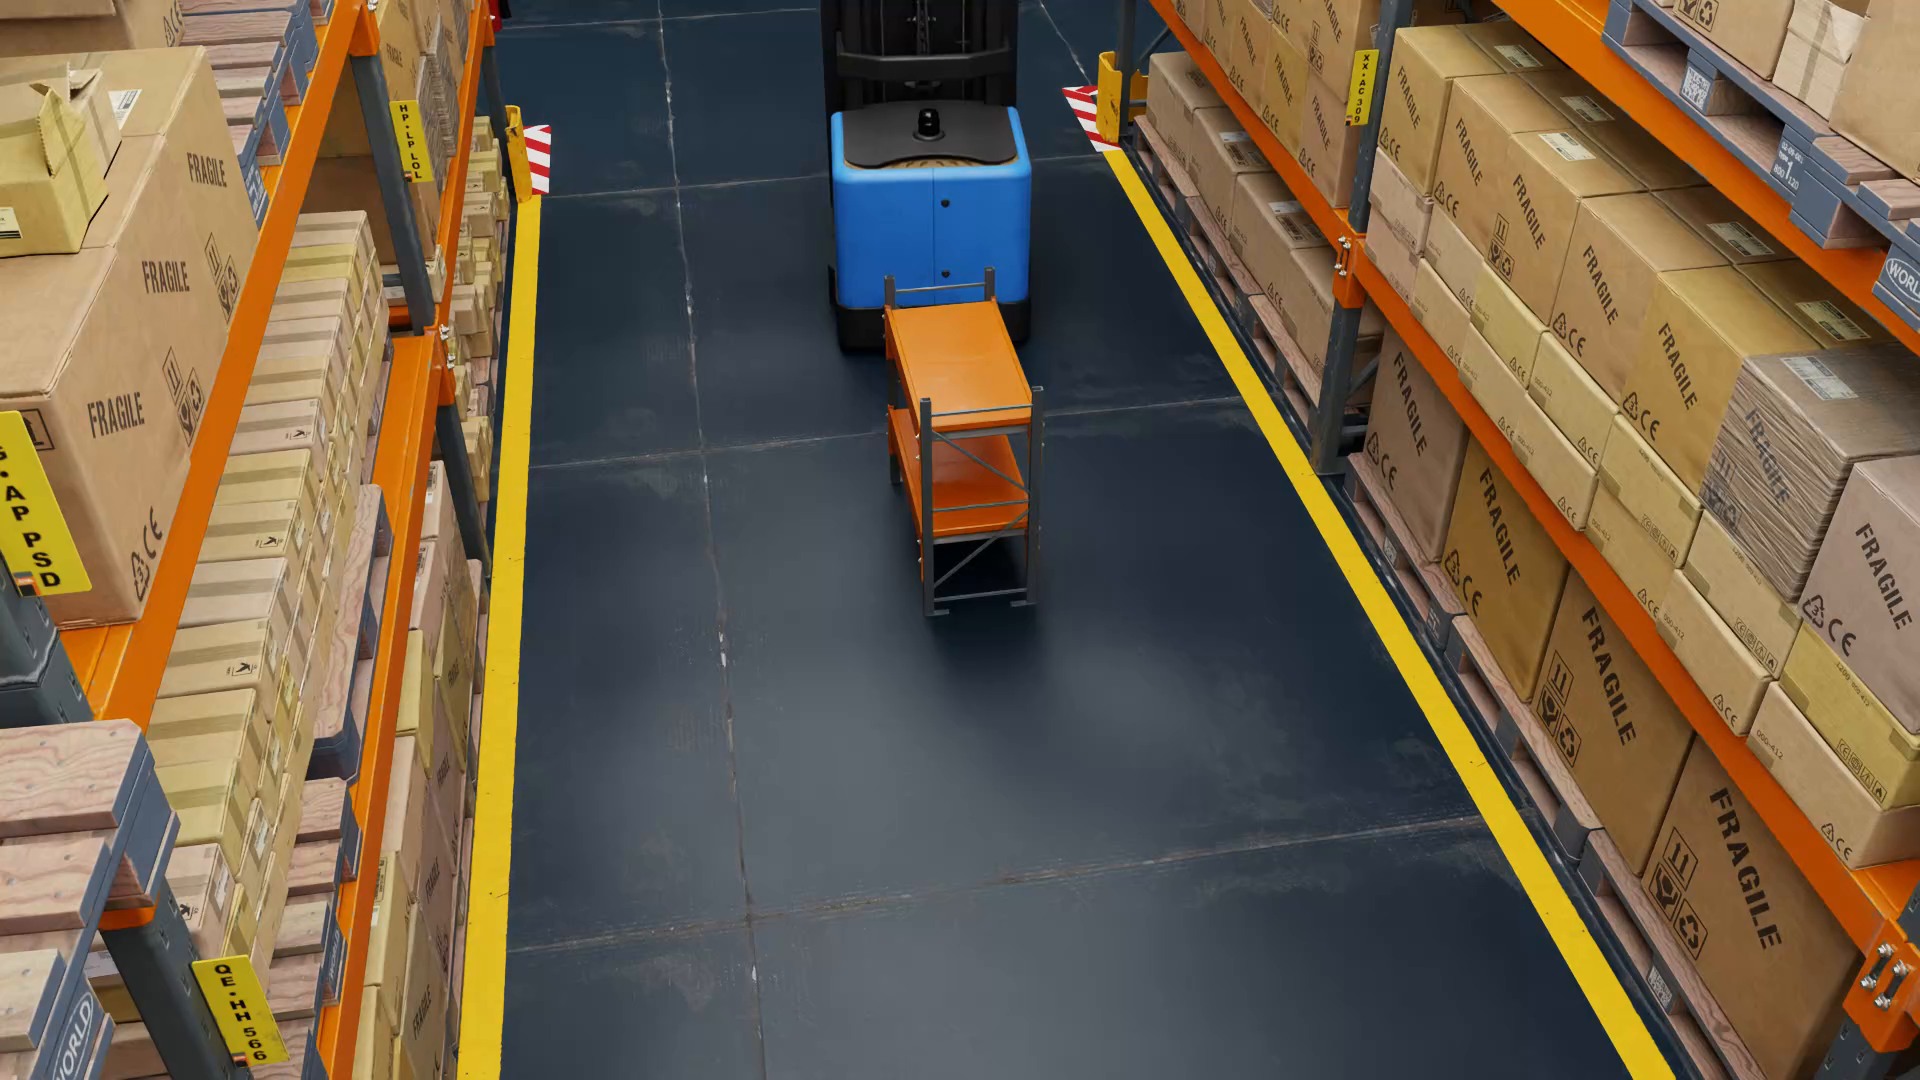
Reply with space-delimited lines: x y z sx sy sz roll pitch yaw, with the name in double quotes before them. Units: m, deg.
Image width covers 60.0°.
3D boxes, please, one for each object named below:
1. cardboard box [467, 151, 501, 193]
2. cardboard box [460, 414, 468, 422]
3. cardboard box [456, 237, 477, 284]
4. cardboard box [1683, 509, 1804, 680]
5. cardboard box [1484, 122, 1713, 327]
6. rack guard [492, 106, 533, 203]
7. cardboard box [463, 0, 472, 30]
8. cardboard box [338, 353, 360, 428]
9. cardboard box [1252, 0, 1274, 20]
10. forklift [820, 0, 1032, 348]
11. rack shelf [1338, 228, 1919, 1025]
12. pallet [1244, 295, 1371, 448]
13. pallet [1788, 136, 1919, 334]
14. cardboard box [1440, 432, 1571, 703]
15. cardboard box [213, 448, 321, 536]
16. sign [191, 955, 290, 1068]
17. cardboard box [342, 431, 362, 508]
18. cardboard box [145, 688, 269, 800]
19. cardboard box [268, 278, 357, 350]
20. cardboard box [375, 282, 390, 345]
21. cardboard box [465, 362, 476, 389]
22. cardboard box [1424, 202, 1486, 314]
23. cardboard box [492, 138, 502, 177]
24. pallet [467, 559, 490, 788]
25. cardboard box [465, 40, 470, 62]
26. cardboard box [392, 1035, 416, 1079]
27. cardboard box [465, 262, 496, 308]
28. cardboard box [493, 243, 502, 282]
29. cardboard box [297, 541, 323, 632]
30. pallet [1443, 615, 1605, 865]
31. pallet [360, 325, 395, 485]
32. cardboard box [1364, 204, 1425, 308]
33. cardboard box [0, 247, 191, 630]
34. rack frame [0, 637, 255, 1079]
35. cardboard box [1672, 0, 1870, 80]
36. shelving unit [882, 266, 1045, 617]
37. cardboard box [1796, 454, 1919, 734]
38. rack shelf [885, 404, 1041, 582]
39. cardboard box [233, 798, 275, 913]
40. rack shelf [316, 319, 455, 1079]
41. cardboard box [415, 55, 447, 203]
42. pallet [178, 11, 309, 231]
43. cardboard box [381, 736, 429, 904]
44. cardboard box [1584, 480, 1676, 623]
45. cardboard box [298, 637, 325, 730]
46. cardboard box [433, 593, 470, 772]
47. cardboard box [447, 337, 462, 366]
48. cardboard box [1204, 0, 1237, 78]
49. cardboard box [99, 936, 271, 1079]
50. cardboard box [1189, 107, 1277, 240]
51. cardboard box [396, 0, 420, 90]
"cardboard box" -2.826 -2.087 9.488 0.380 0.149 0.250 -7 38 -9
"cardboard box" -2.506 -0.543 7.743 0.380 0.149 0.250 -6 38 -8
"cardboard box" -2.730 -1.441 8.656 0.380 0.149 0.250 -6 38 -8
"cardboard box" 2.504 0.121 4.864 0.500 0.250 0.500 -7 38 -9
"cardboard box" 2.227 -1.113 5.841 0.500 0.500 0.500 -7 38 -9
"rack guard" -3.313 -2.372 10.396 1.175 0.500 0.348 -6 38 -8
"cardboard box" -2.909 -3.007 8.851 0.500 0.500 0.500 -7 38 -9
"cardboard box" -2.220 -0.480 5.543 0.380 0.149 0.250 -7 38 -9
"cardboard box" 1.697 -2.886 8.123 0.500 0.500 0.500 -6 38 -7
"forklift" -0.243 -3.083 9.329 1.130 2.935 3.031 -3 38 -3
"rack shelf" 2.581 -0.090 6.008 1.077 0.370 4.000 -6 38 -8
"pallet" 2.175 -0.949 8.799 1.003 0.211 1.213 -6 38 -8
"pallet" 2.767 -0.660 3.863 1.213 0.211 1.003 -5 38 -6
"cardboard box" 2.584 0.001 6.693 0.875 0.875 0.875 -5 38 -7
"cardboard box" -2.086 -0.119 4.836 0.380 0.149 0.250 -7 38 -9
"sign" -1.378 0.908 3.192 0.100 0.325 0.005 -6 38 -8
"cardboard box" -2.174 -0.211 5.439 0.380 0.149 0.250 -8 39 -10
"cardboard box" -1.902 0.515 4.020 0.380 0.149 0.250 -6 38 -8
"cardboard box" -2.271 -0.751 5.649 0.380 0.149 0.250 -7 38 -9
"cardboard box" -2.360 -0.837 6.245 0.380 0.149 0.250 -7 38 -9
"cardboard box" -2.607 -0.737 8.235 0.380 0.149 0.250 -7 38 -9
"cardboard box" 2.149 -1.113 6.452 0.500 0.250 0.500 -6 38 -7
"cardboard box" -2.953 -2.274 9.972 0.380 0.149 0.250 -7 38 -9
"pallet" -2.487 0.582 6.828 1.003 0.211 1.213 -6 38 -8
"cardboard box" -2.857 -2.684 8.964 0.380 0.149 0.250 -5 38 -7
"cardboard box" -1.796 1.794 4.691 0.500 0.500 0.500 -8 39 -10
"cardboard box" -2.654 -1.329 8.755 0.380 0.149 0.250 -6 38 -7
"cardboard box" -2.760 -1.541 9.270 0.380 0.149 0.250 -8 39 -10
"cardboard box" -2.038 0.152 4.730 0.380 0.149 0.250 -7 38 -8
"pallet" 2.658 0.715 6.657 1.003 0.211 1.213 -6 38 -8
"pallet" -2.634 -0.436 6.022 1.003 0.211 1.213 -6 38 -8
"cardboard box" 2.048 -1.229 7.009 0.500 0.250 0.500 -7 38 -9
"cardboard box" -1.762 -0.171 2.998 0.500 0.500 0.500 -6 38 -8
"rack frame" -1.924 1.427 3.468 1.000 3.000 0.127 -6 38 -8
"cardboard box" 2.338 -1.590 4.482 0.500 0.500 0.500 -6 38 -8
"shelving unit" -0.001 -0.448 7.410 0.538 1.125 1.048 -6 38 -8
"cardboard box" 2.584 0.115 4.260 0.500 0.500 0.500 -7 38 -9
"rack shelf" -0.001 -0.255 7.560 0.538 0.278 1.000 -6 38 -8
"cardboard box" -1.860 0.766 3.939 0.380 0.149 0.250 -4 38 -6
"rack shelf" -2.274 0.503 5.244 1.077 0.370 4.000 -6 38 -8
"cardboard box" -2.557 -1.770 7.260 0.500 0.500 0.500 -6 38 -8
"pallet" -2.437 -1.089 4.415 1.213 0.211 1.003 -6 38 -8
"cardboard box" -1.969 0.903 5.227 0.500 0.250 0.500 -6 38 -8
"cardboard box" 2.410 0.003 5.424 0.500 0.250 0.500 -7 38 -8
"cardboard box" -1.996 0.420 4.627 0.380 0.149 0.250 -5 38 -6
"cardboard box" -2.157 0.562 6.277 0.500 0.500 0.500 -7 38 -9
"cardboard box" -2.564 -0.814 7.850 0.380 0.149 0.250 -7 38 -9
"cardboard box" 1.623 -2.805 8.834 0.500 0.500 0.500 -5 38 -6
"cardboard box" -1.803 1.068 3.792 0.380 0.149 0.250 -7 38 -9
"cardboard box" 1.912 -2.213 9.899 0.875 0.438 0.875 -5 38 -7
"cardboard box" -2.570 -2.151 6.935 0.500 0.500 0.500 -7 38 -9
